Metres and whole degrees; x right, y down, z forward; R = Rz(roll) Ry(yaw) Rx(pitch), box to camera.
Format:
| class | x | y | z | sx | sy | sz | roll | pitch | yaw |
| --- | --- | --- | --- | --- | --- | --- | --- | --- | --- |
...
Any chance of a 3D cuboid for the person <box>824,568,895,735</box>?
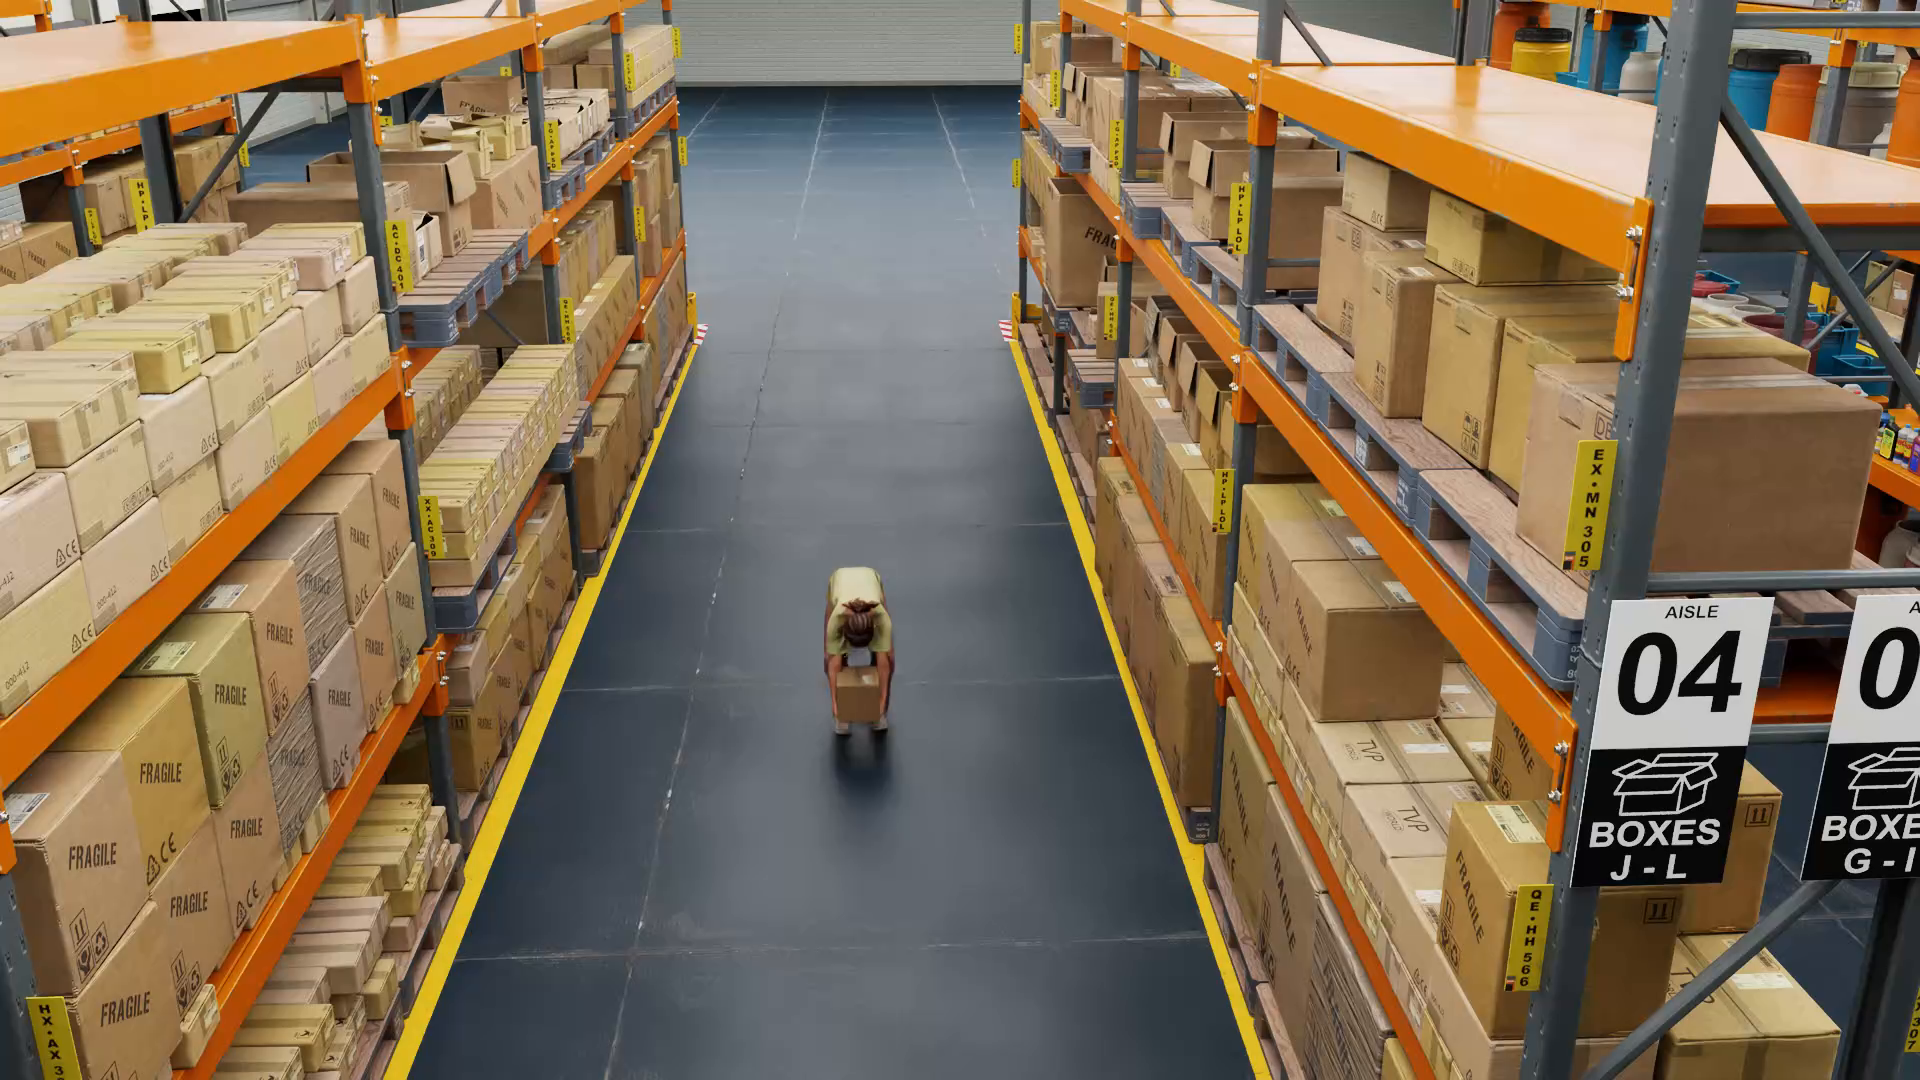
| class | x | y | z | sx | sy | sz | roll | pitch | yaw |
| --- | --- | --- | --- | --- | --- | --- | --- | --- | --- |
| person | -0.606 | 0.742 | 10.052 | 0.432 | 1.005 | 0.870 | -2 | 21 | -5 |
